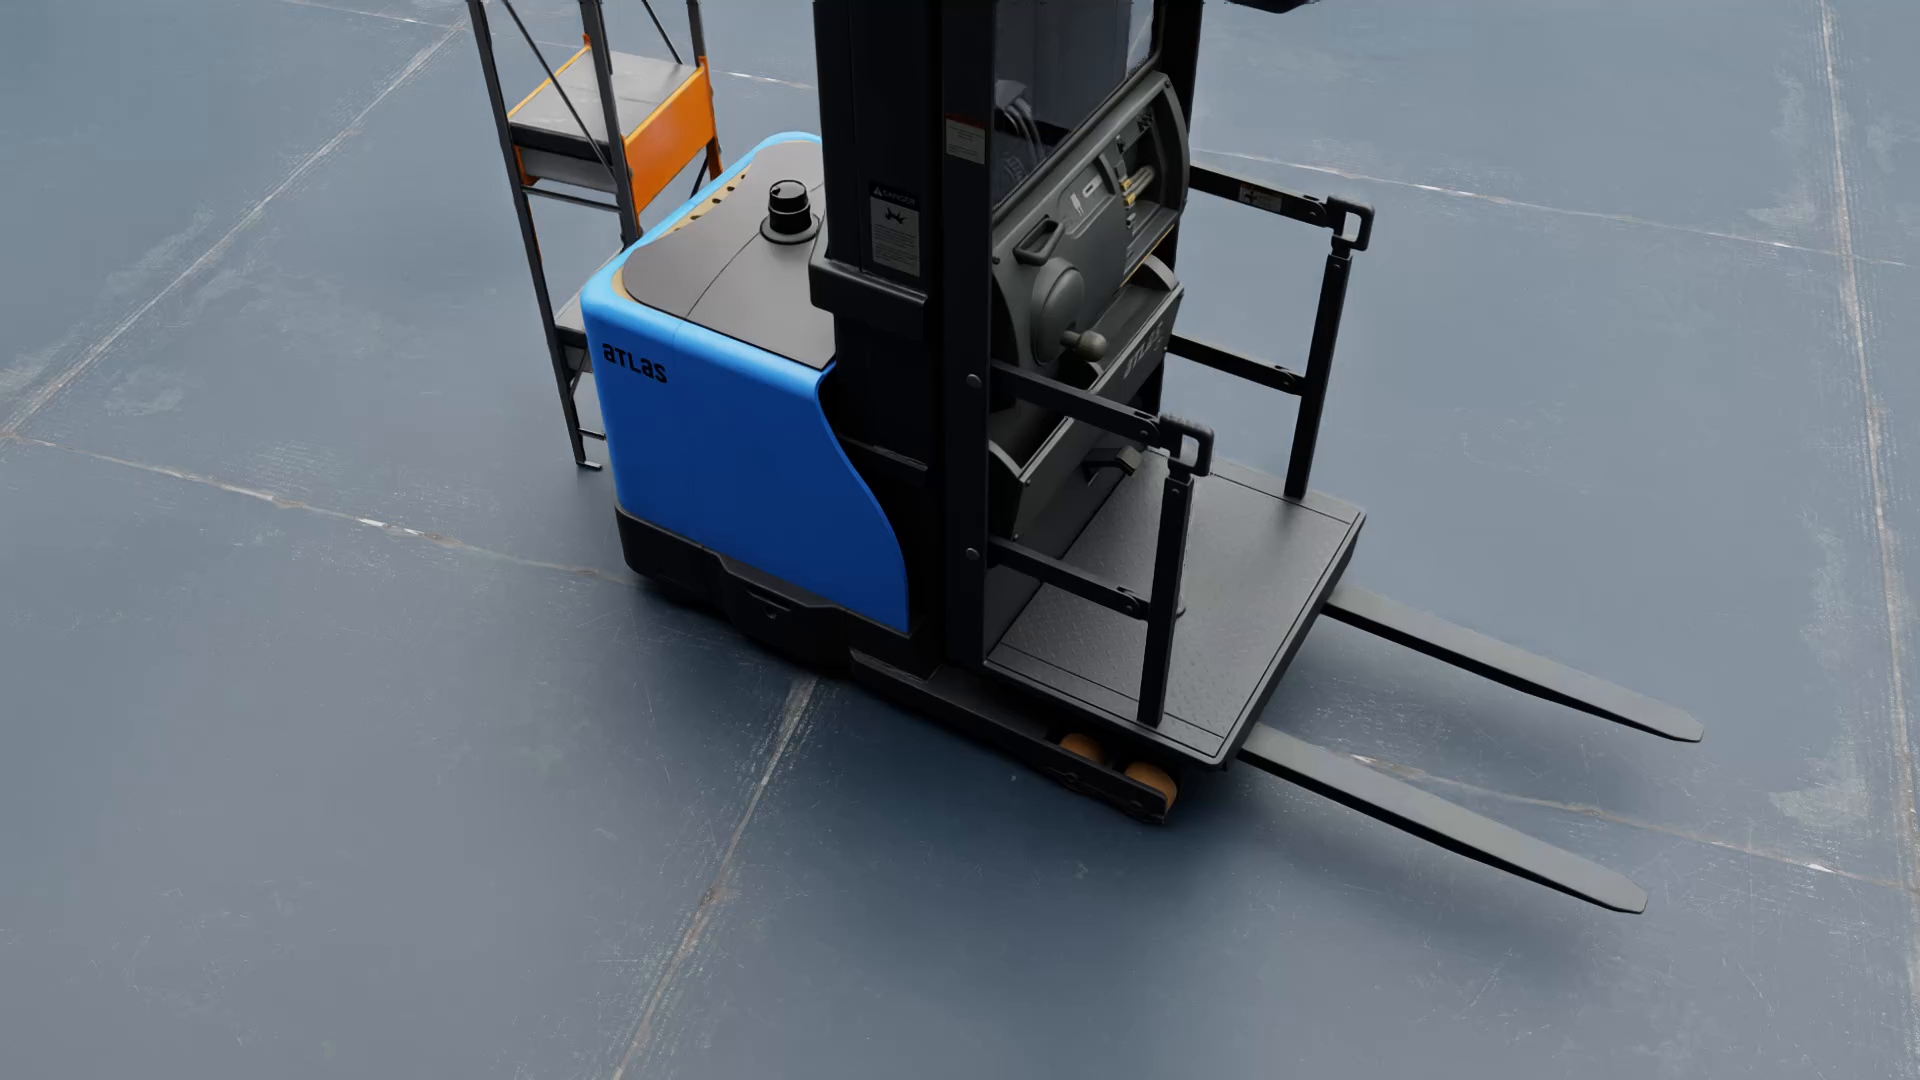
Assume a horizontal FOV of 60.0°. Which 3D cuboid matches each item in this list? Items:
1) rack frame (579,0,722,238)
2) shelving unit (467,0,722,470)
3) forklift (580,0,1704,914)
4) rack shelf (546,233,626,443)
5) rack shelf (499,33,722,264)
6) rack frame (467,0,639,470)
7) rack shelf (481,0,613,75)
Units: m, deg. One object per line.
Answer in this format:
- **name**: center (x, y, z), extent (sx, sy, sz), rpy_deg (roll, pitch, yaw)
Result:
- **rack frame**: center (-0.920, -1.281, 5.051), extent (0.400, 2.100, 0.015), rpy_deg (15, 46, 16)
- **shelving unit**: center (-1.011, -1.122, 4.889), extent (0.431, 2.100, 0.503), rpy_deg (15, 46, 16)
- **forklift**: center (0.504, -0.719, 3.890), extent (3.031, 2.935, 1.130), rpy_deg (22, 49, 21)
- **rack shelf**: center (-0.998, -0.609, 5.385), extent (0.431, 0.518, 0.480), rpy_deg (15, 46, 16)
- **rack shelf**: center (-1.010, -1.112, 4.899), extent (0.431, 0.518, 0.480), rpy_deg (15, 46, 16)
- **rack frame**: center (-1.101, -0.964, 4.727), extent (0.400, 2.100, 0.015), rpy_deg (15, 46, 16)
- **rack shelf**: center (-1.022, -1.616, 4.413), extent (0.431, 0.518, 0.480), rpy_deg (15, 46, 16)
